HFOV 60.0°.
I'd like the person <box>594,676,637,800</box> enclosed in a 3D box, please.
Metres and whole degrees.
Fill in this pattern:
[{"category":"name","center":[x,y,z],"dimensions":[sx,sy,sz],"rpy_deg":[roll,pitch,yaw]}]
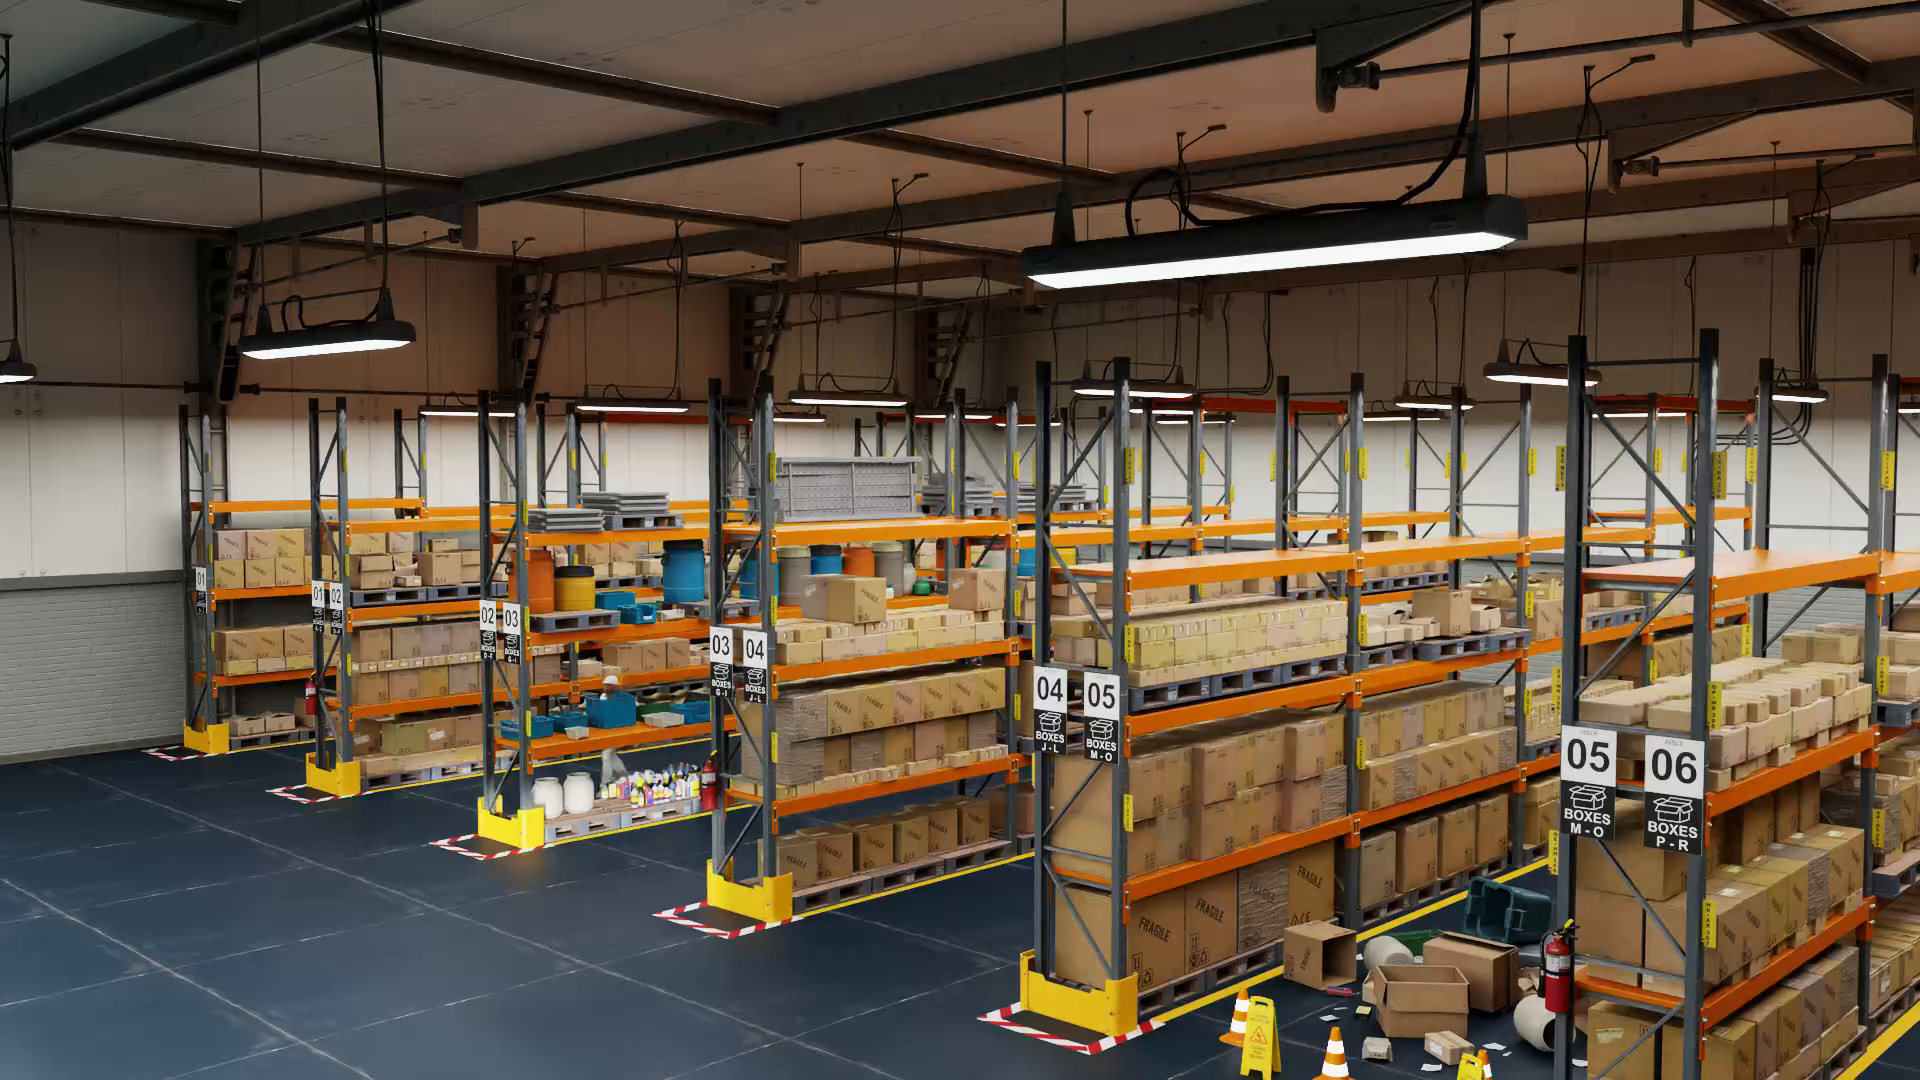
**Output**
[{"category":"person","center":[-5.266,2.943,25.059],"dimensions":[0.679,1.809,0.833],"rpy_deg":[2,4,36]}]
